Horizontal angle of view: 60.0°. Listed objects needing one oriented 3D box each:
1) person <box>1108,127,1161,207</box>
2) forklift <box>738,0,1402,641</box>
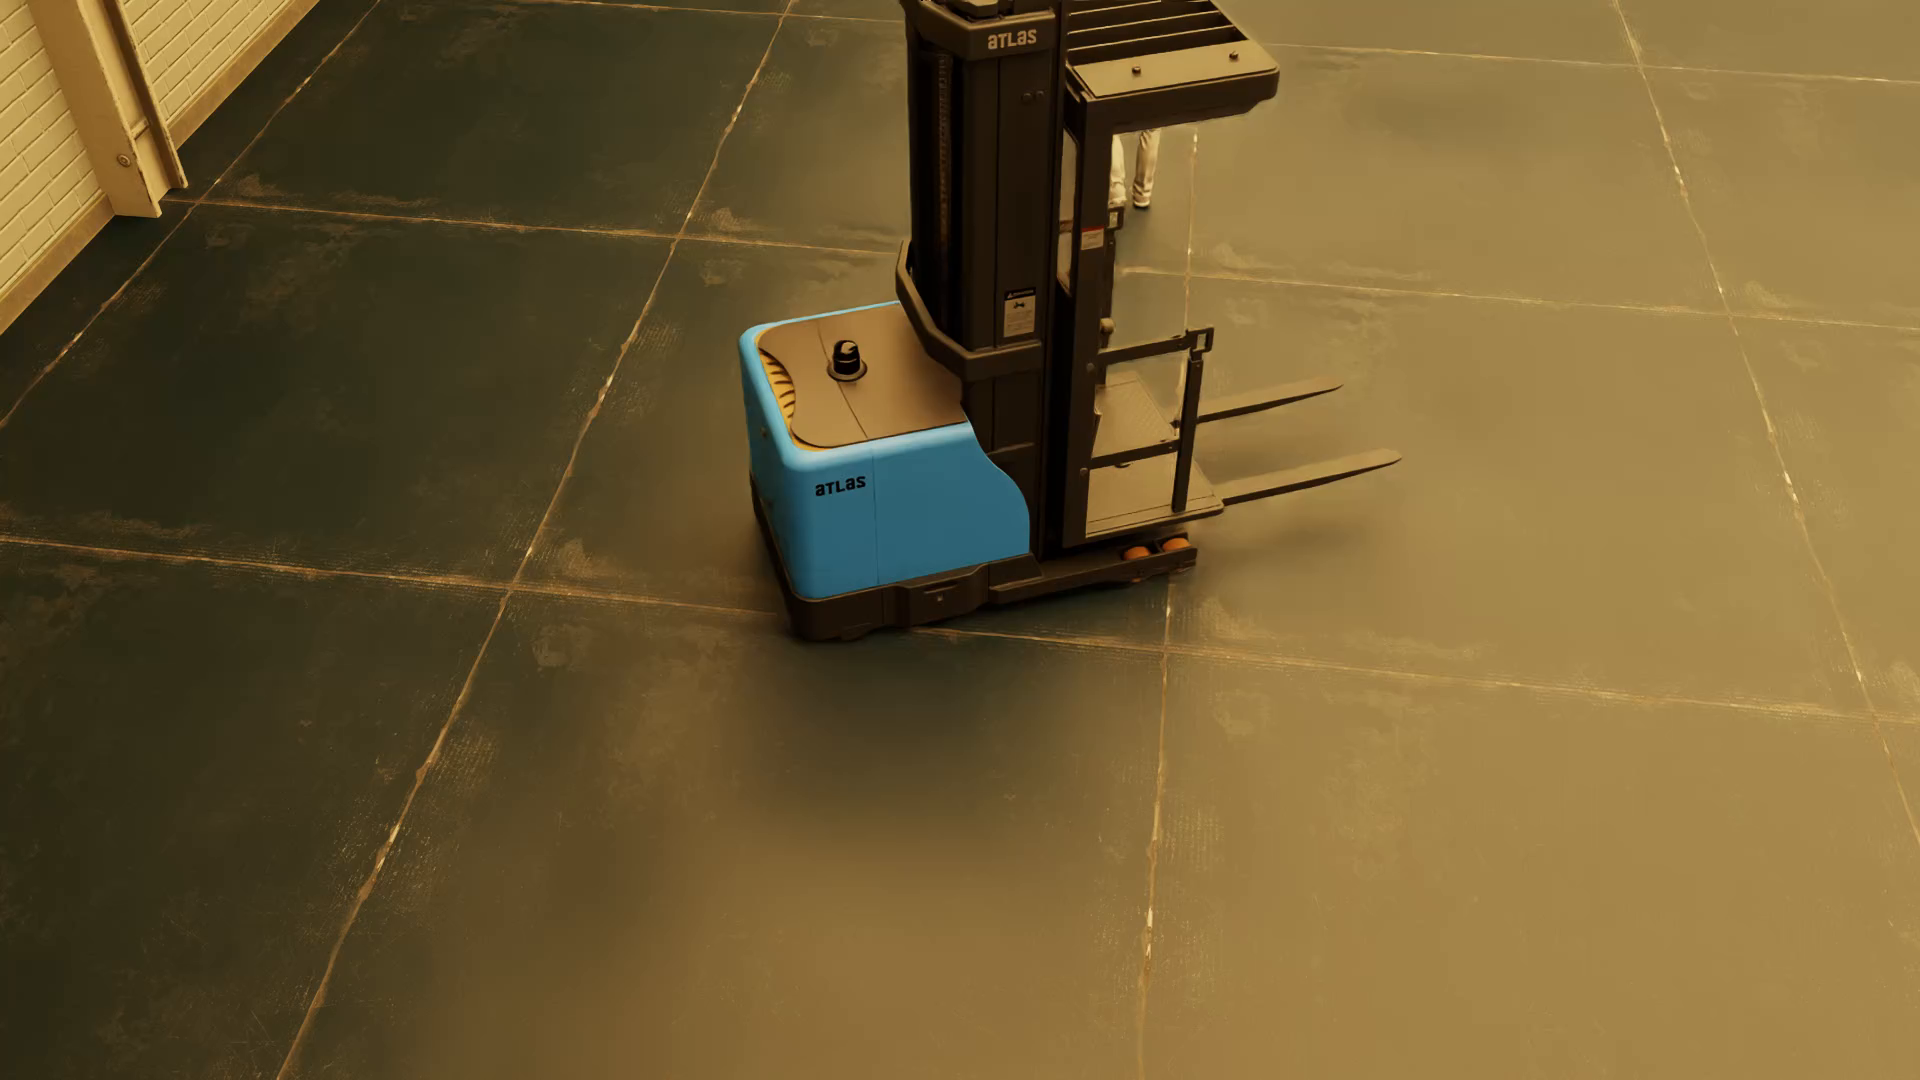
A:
[{"bbox_3d":[1.037,-2.624,9.534,0.721,1.651,0.555,-2,43,-2],"label":"person"},{"bbox_3d":[0.583,-1.215,7.047,3.031,2.935,1.130,-12,44,-13],"label":"forklift"}]
